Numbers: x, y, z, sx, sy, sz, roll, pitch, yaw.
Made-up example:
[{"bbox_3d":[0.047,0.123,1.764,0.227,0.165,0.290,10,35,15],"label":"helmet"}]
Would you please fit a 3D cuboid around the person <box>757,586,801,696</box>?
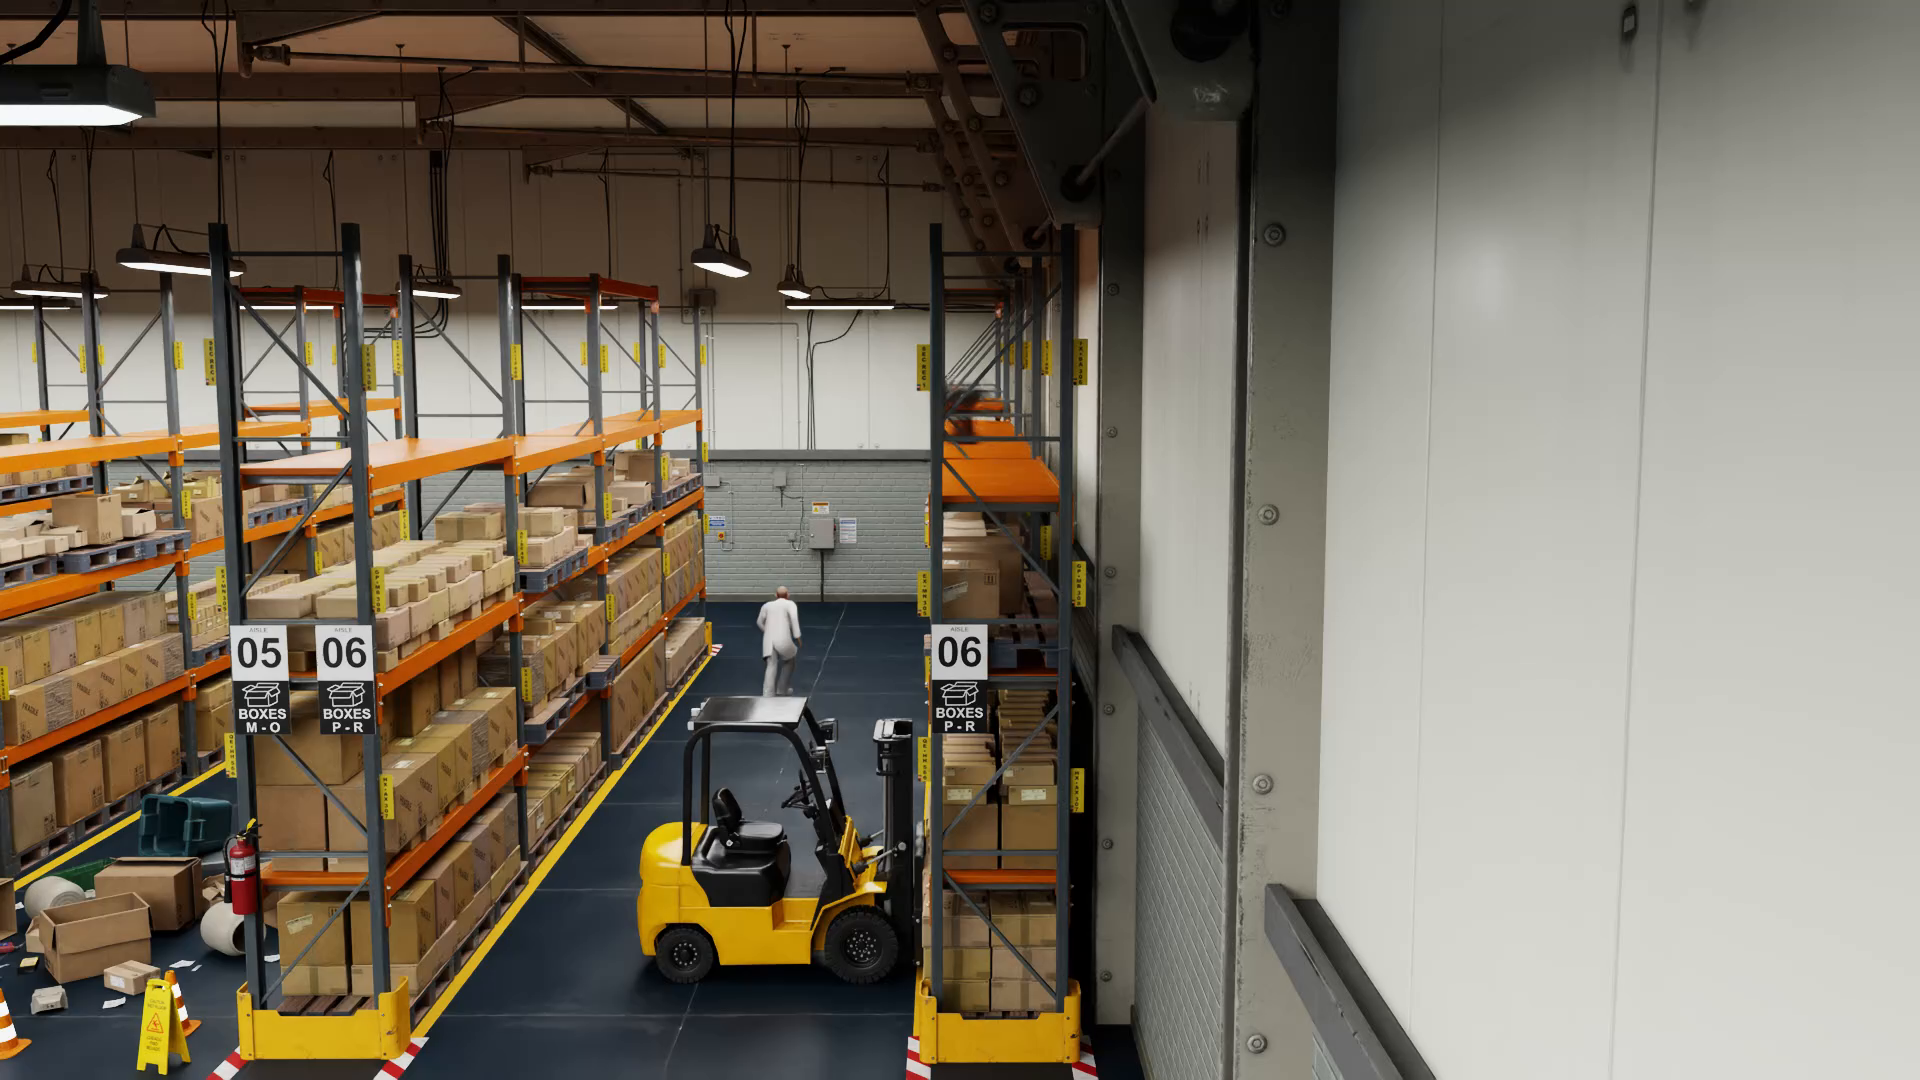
[{"bbox_3d":[-2.672,1.531,24.124,0.729,1.616,1.159,2,7,14],"label":"person"}]
